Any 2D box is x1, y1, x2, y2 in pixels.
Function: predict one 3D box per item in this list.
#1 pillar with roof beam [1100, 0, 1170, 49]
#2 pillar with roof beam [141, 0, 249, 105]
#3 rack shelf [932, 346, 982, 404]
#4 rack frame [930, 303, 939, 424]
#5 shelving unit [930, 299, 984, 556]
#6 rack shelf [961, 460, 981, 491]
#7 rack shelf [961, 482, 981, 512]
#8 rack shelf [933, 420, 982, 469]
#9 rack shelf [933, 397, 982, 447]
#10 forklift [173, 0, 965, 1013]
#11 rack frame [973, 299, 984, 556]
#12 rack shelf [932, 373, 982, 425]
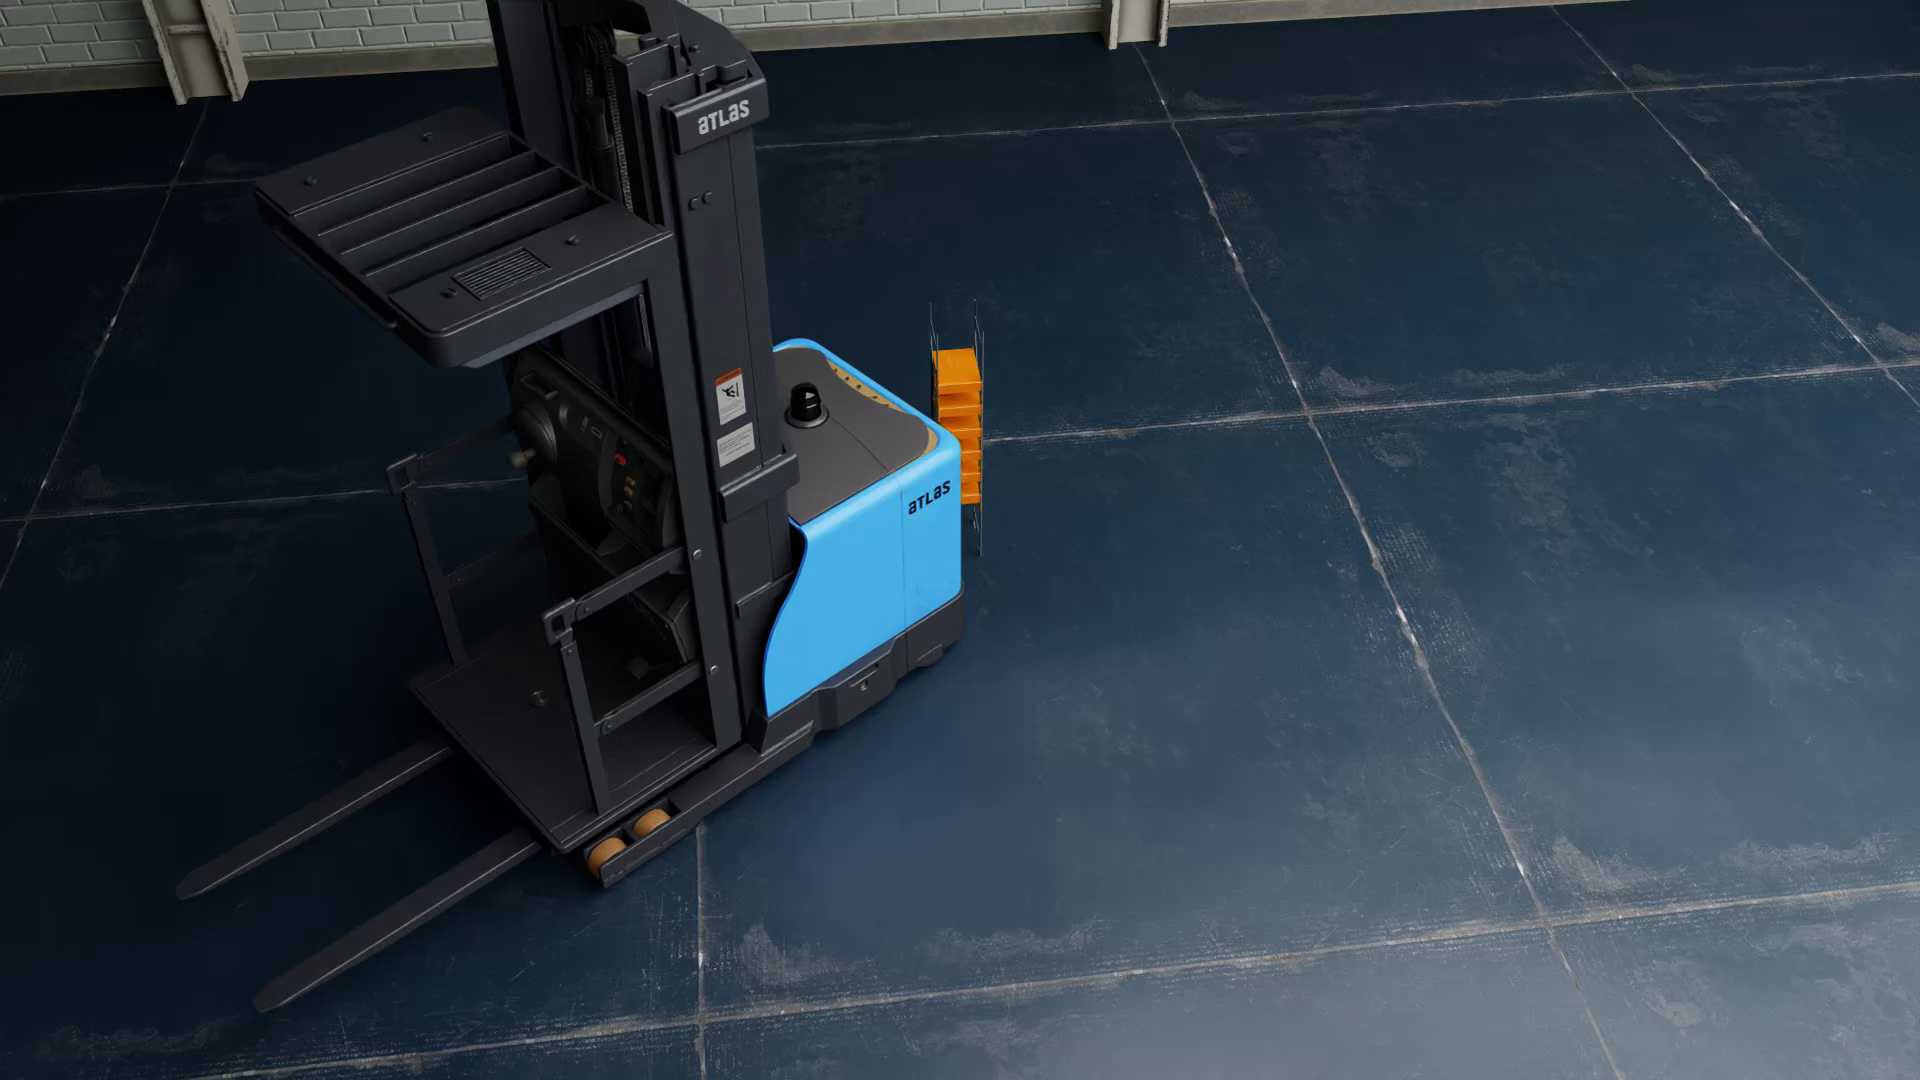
[{"bbox_3d":[1.725,-3.878,5.045,0.400,9.000,9.100,-5,42,-6],"label":"pillar with roof beam"},{"bbox_3d":[-4.225,-3.357,4.468,0.400,9.000,9.100,-5,42,-6],"label":"pillar with roof beam"},{"bbox_3d":[-0.014,-0.679,6.851,0.180,0.103,0.258,-5,42,-6],"label":"rack shelf"},{"bbox_3d":[-0.105,-0.436,7.053,0.006,1.200,0.240,-5,42,-6],"label":"rack frame"},{"bbox_3d":[-0.014,-0.444,7.062,0.189,1.200,0.258,-5,42,-6],"label":"shelving unit"},{"bbox_3d":[-0.014,-0.322,7.172,0.180,0.103,0.258,-5,42,-6],"label":"rack shelf"},{"bbox_3d":[-0.014,-0.233,7.252,0.180,0.103,0.258,-5,42,-6],"label":"rack shelf"},{"bbox_3d":[-0.014,-0.411,7.092,0.180,0.103,0.258,-5,42,-6],"label":"rack shelf"},{"bbox_3d":[-0.014,-0.500,7.011,0.180,0.103,0.258,-5,42,-6],"label":"rack shelf"},{"bbox_3d":[-1.403,-0.233,5.535,3.031,2.935,1.130,-32,51,-30],"label":"forklift"},{"bbox_3d":[0.076,-0.452,7.071,0.006,1.200,0.240,-5,42,-6],"label":"rack frame"},{"bbox_3d":[-0.014,-0.589,6.931,0.180,0.103,0.258,-5,42,-6],"label":"rack shelf"}]
